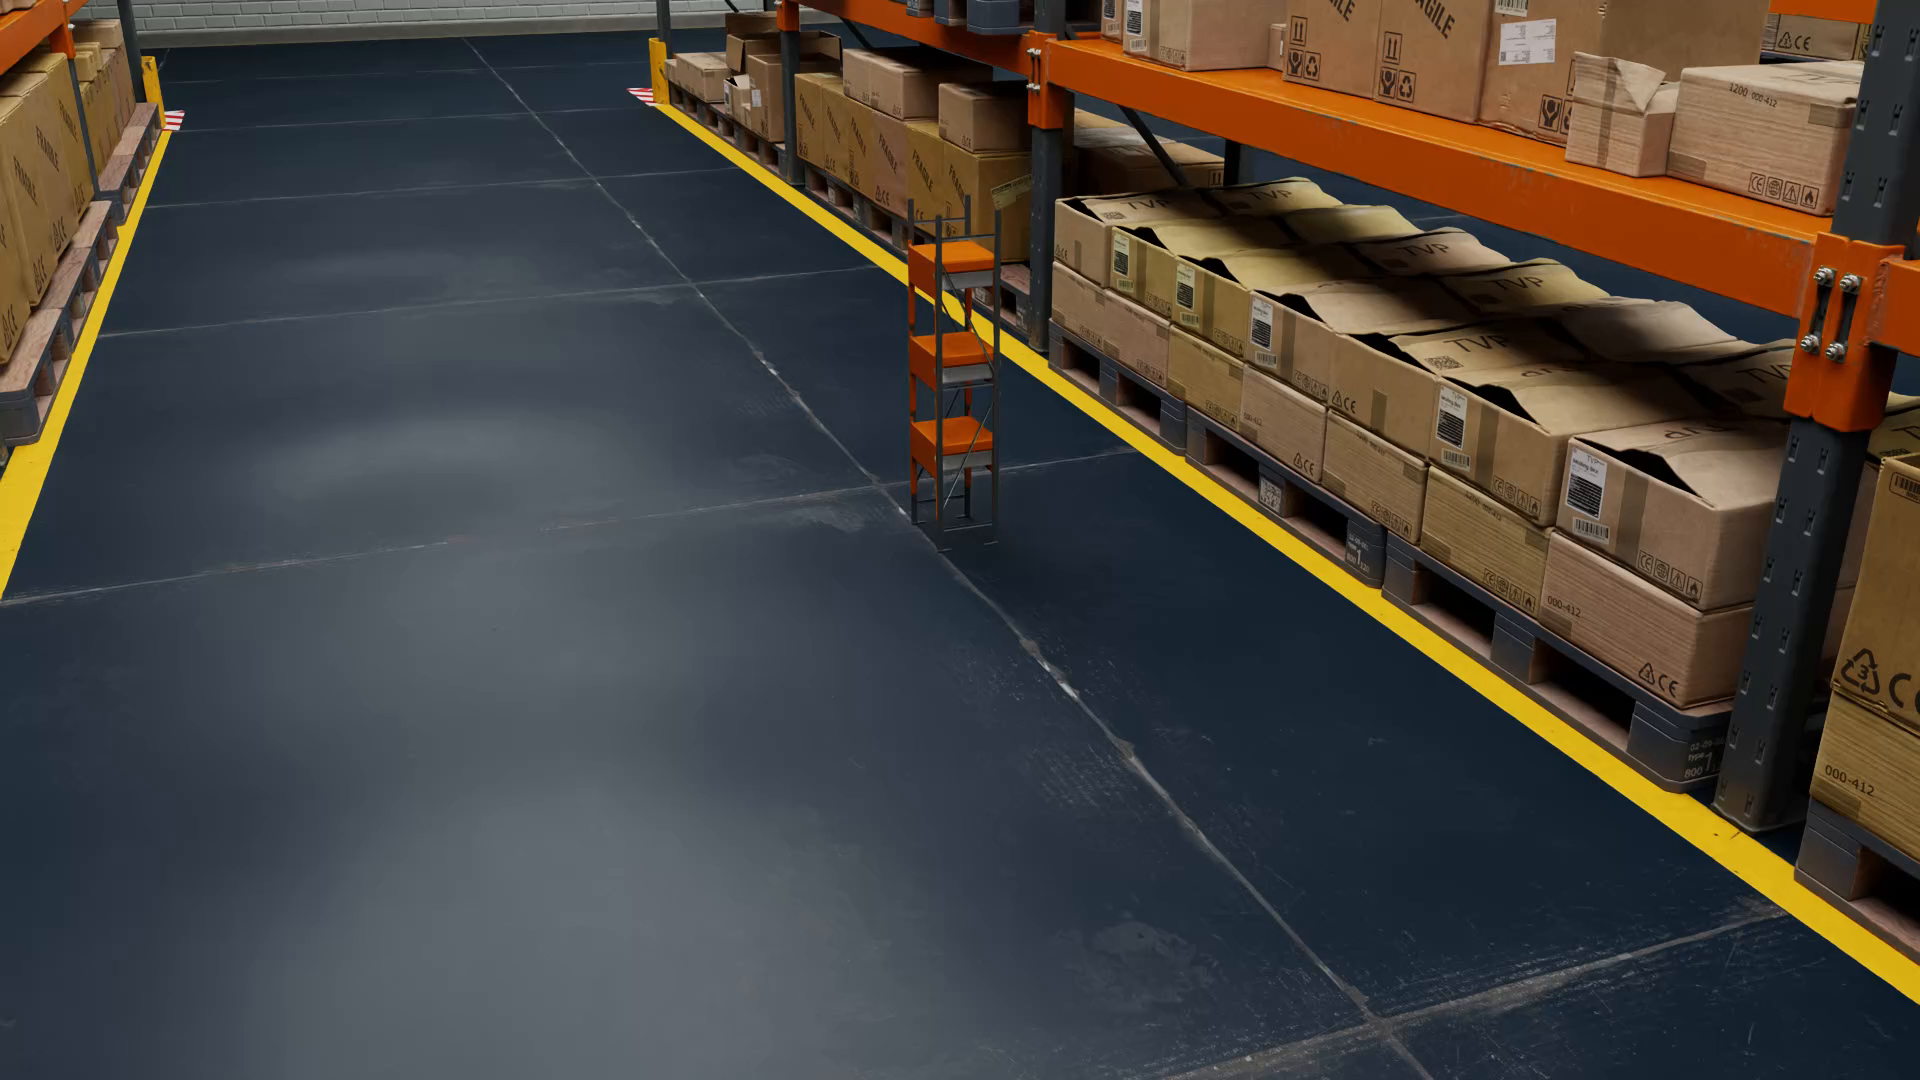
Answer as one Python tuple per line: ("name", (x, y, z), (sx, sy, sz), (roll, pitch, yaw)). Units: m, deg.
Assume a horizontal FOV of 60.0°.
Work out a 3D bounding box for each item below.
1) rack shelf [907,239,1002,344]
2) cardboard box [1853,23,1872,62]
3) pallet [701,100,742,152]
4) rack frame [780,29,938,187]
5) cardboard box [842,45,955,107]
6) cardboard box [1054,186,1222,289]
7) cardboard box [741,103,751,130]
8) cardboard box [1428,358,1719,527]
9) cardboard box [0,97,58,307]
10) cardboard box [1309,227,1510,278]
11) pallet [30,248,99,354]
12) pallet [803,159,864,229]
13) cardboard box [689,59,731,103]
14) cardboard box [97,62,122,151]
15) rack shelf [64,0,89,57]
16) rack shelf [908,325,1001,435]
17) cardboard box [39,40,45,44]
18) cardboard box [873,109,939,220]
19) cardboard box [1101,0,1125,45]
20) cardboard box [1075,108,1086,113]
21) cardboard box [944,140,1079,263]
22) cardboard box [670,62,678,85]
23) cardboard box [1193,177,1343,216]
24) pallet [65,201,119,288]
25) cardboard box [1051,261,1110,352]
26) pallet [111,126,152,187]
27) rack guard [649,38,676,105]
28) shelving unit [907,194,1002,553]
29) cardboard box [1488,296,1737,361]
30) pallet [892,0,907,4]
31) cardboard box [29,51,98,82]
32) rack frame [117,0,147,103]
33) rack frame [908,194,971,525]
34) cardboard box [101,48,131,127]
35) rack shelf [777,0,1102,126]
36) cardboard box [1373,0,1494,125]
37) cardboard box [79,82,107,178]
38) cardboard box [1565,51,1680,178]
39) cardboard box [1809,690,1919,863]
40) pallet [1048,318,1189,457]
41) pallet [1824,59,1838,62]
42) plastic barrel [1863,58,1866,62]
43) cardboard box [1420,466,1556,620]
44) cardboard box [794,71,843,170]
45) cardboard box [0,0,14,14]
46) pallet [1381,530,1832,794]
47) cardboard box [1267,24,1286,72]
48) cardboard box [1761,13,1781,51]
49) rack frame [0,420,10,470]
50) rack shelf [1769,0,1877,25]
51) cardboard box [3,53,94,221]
("rack shelf", (-0.019, -0.755, 4.986), (0.215, 0.259, 0.240), (-8, 24, -19))
("cardboard box", (8.484, -4.543, 14.362), (0.875, 0.875, 0.875), (-8, 24, -19))
("pallet", (-1.303, -3.129, 12.402), (1.003, 0.211, 1.213), (-8, 24, -19))
("rack frame", (-0.627, -3.720, 10.215), (1.000, 3.000, 0.127), (-8, 24, -19))
("cardboard box", (-0.330, -2.544, 9.111), (0.500, 0.250, 0.500), (-8, 24, -19))
("cardboard box", (0.697, -1.221, 6.563), (0.500, 0.311, 0.500), (-7, 24, -17))
("cardboard box", (-1.282, -2.905, 11.385), (0.380, 0.149, 0.250), (-8, 24, -19))
("cardboard box", (1.599, -0.294, 4.364), (0.500, 0.311, 0.500), (-8, 24, -18))
("cardboard box", (-4.287, -1.393, 6.920), (0.750, 0.750, 0.750), (-8, 24, -19))
("cardboard box", (1.567, -0.924, 5.857), (0.500, 0.311, 0.500), (-9, 24, -19))
("pallet", (-4.482, -1.040, 7.446), (1.003, 0.211, 1.213), (-8, 24, -19))
("pallet", (-0.304, -2.145, 10.067), (1.003, 0.211, 1.213), (-8, 24, -19))
("cardboard box", (-1.760, -3.510, 12.688), (0.500, 0.250, 0.500), (-8, 24, -19))
("cardboard box", (-5.781, -2.736, 10.558), (0.700, 0.500, 0.500), (-8, 24, -18))
("rack shelf", (-5.966, -3.434, 10.463), (1.077, 0.370, 4.000), (-8, 24, -19))
("rack shelf", (-0.019, -0.493, 5.096), (0.215, 0.259, 0.240), (-8, 24, -19))
("cardboard box", (-6.113, -3.150, 10.704), (0.380, 0.149, 0.250), (-8, 24, -18))
("cardboard box", (-0.137, -2.003, 8.793), (0.500, 0.500, 0.500), (-9, 25, -21))
("cardboard box", (0.874, -2.088, 6.456), (0.500, 0.311, 0.500), (-7, 24, -16))
("cardboard box", (0.341, -2.084, 8.984), (0.500, 0.500, 0.500), (-9, 25, -21))
("cardboard box", (0.237, -1.625, 7.896), (0.500, 0.500, 0.500), (-7, 24, -17))
("cardboard box", (-2.125, -3.781, 13.439), (0.380, 0.166, 0.250), (-8, 24, -19))
("cardboard box", (1.202, -1.295, 6.739), (0.500, 0.311, 0.500), (-8, 24, -18))
("pallet", (-4.916, -1.484, 8.500), (1.003, 0.211, 1.213), (-8, 24, -19))
("cardboard box", (0.697, -0.963, 6.672), (0.500, 0.250, 0.500), (-8, 24, -19))
("pallet", (-5.890, -2.485, 10.875), (1.003, 0.211, 1.213), (-8, 24, -19))
("rack guard", (-2.013, -3.994, 14.083), (1.175, 0.500, 0.348), (-8, 24, -19))
("shelving unit", (-0.019, -0.503, 5.092), (0.215, 1.050, 0.252), (-8, 24, -19))
("cardboard box", (1.931, -0.553, 4.978), (0.500, 0.311, 0.500), (-9, 25, -21))
("pallet", (0.095, -2.884, 8.479), (1.003, 0.211, 1.213), (-8, 24, -19))
("cardboard box", (-5.378, -2.815, 9.910), (0.380, 0.149, 0.250), (-8, 24, -17))
("rack frame", (-6.673, -4.493, 12.047), (1.000, 3.000, 0.127), (-8, 24, -19))
("rack frame", (-0.062, -0.548, 5.197), (0.200, 1.050, 0.008), (-8, 24, -19))
("cardboard box", (-6.155, -3.112, 11.449), (0.700, 0.500, 0.500), (-8, 24, -19))
("rack shelf", (0.080, -2.662, 8.630), (1.077, 0.370, 4.000), (-8, 24, -19))
("cardboard box", (1.581, -1.514, 4.852), (0.500, 0.500, 0.500), (-8, 24, -19))
("cardboard box", (-5.428, -2.367, 9.681), (0.700, 0.500, 0.500), (-8, 24, -18))
("cardboard box", (1.717, -1.046, 4.042), (0.396, 0.266, 0.258), (-9, 24, -20))
("cardboard box", (2.080, 0.470, 3.272), (0.500, 0.250, 0.500), (-8, 24, -19))
("pallet", (1.041, -0.677, 6.586), (1.003, 0.211, 1.213), (-8, 24, -19))
("pallet", (8.447, -4.080, 14.659), (1.003, 0.211, 1.213), (-8, 24, -19))
("plastic barrel", (5.233, -2.314, 9.132), (0.600, 0.830, 0.708), (-8, 24, -19))
("cardboard box", (1.605, -0.035, 4.470), (0.500, 0.250, 0.500), (-9, 24, -20))
("cardboard box", (-0.684, -2.562, 10.118), (0.500, 0.500, 0.500), (-9, 25, -21))
("cardboard box", (-4.542, -2.474, 7.556), (0.380, 0.149, 0.250), (-8, 24, -19))
("pallet", (1.903, 0.209, 4.482), (1.003, 0.211, 1.213), (-8, 24, -19))
("cardboard box", (1.290, -1.695, 5.734), (0.380, 0.149, 0.250), (-7, 24, -15))
("cardboard box", (7.852, -5.194, 15.905), (0.875, 0.875, 0.875), (-8, 24, -19))
("rack frame", (-3.846, -1.586, 5.151), (1.000, 3.000, 0.127), (-8, 24, -19))
("rack shelf", (4.715, -3.340, 10.239), (1.077, 0.370, 4.000), (-8, 24, -19))
("cardboard box", (-4.908, -2.024, 8.417), (0.750, 0.750, 0.750), (-8, 24, -18))
